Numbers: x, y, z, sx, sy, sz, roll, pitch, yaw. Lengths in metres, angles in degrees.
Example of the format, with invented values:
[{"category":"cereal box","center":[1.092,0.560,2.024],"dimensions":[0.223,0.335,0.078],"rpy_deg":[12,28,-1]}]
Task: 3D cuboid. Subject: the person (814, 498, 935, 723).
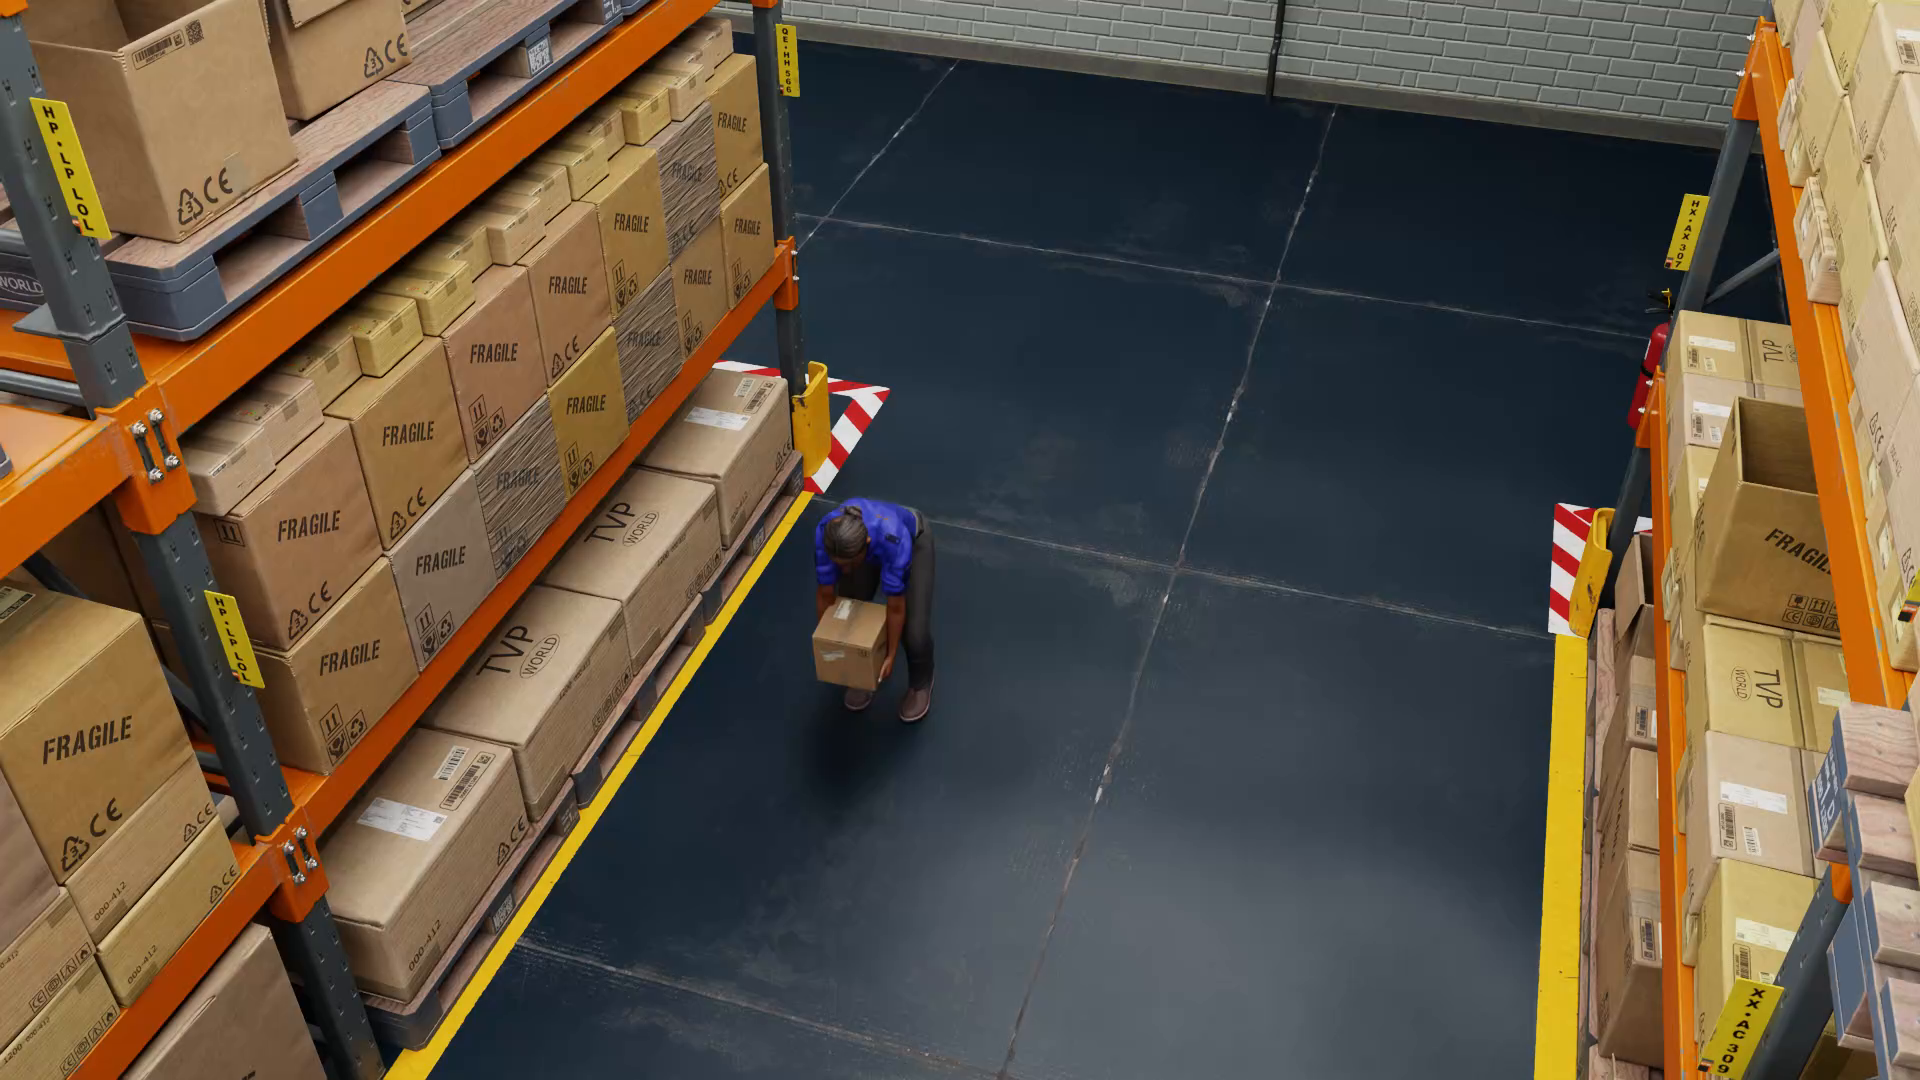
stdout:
[{"category":"person","center":[-0.359,0.274,6.824],"dimensions":[0.422,1.315,0.787],"rpy_deg":[11,39,14]}]
